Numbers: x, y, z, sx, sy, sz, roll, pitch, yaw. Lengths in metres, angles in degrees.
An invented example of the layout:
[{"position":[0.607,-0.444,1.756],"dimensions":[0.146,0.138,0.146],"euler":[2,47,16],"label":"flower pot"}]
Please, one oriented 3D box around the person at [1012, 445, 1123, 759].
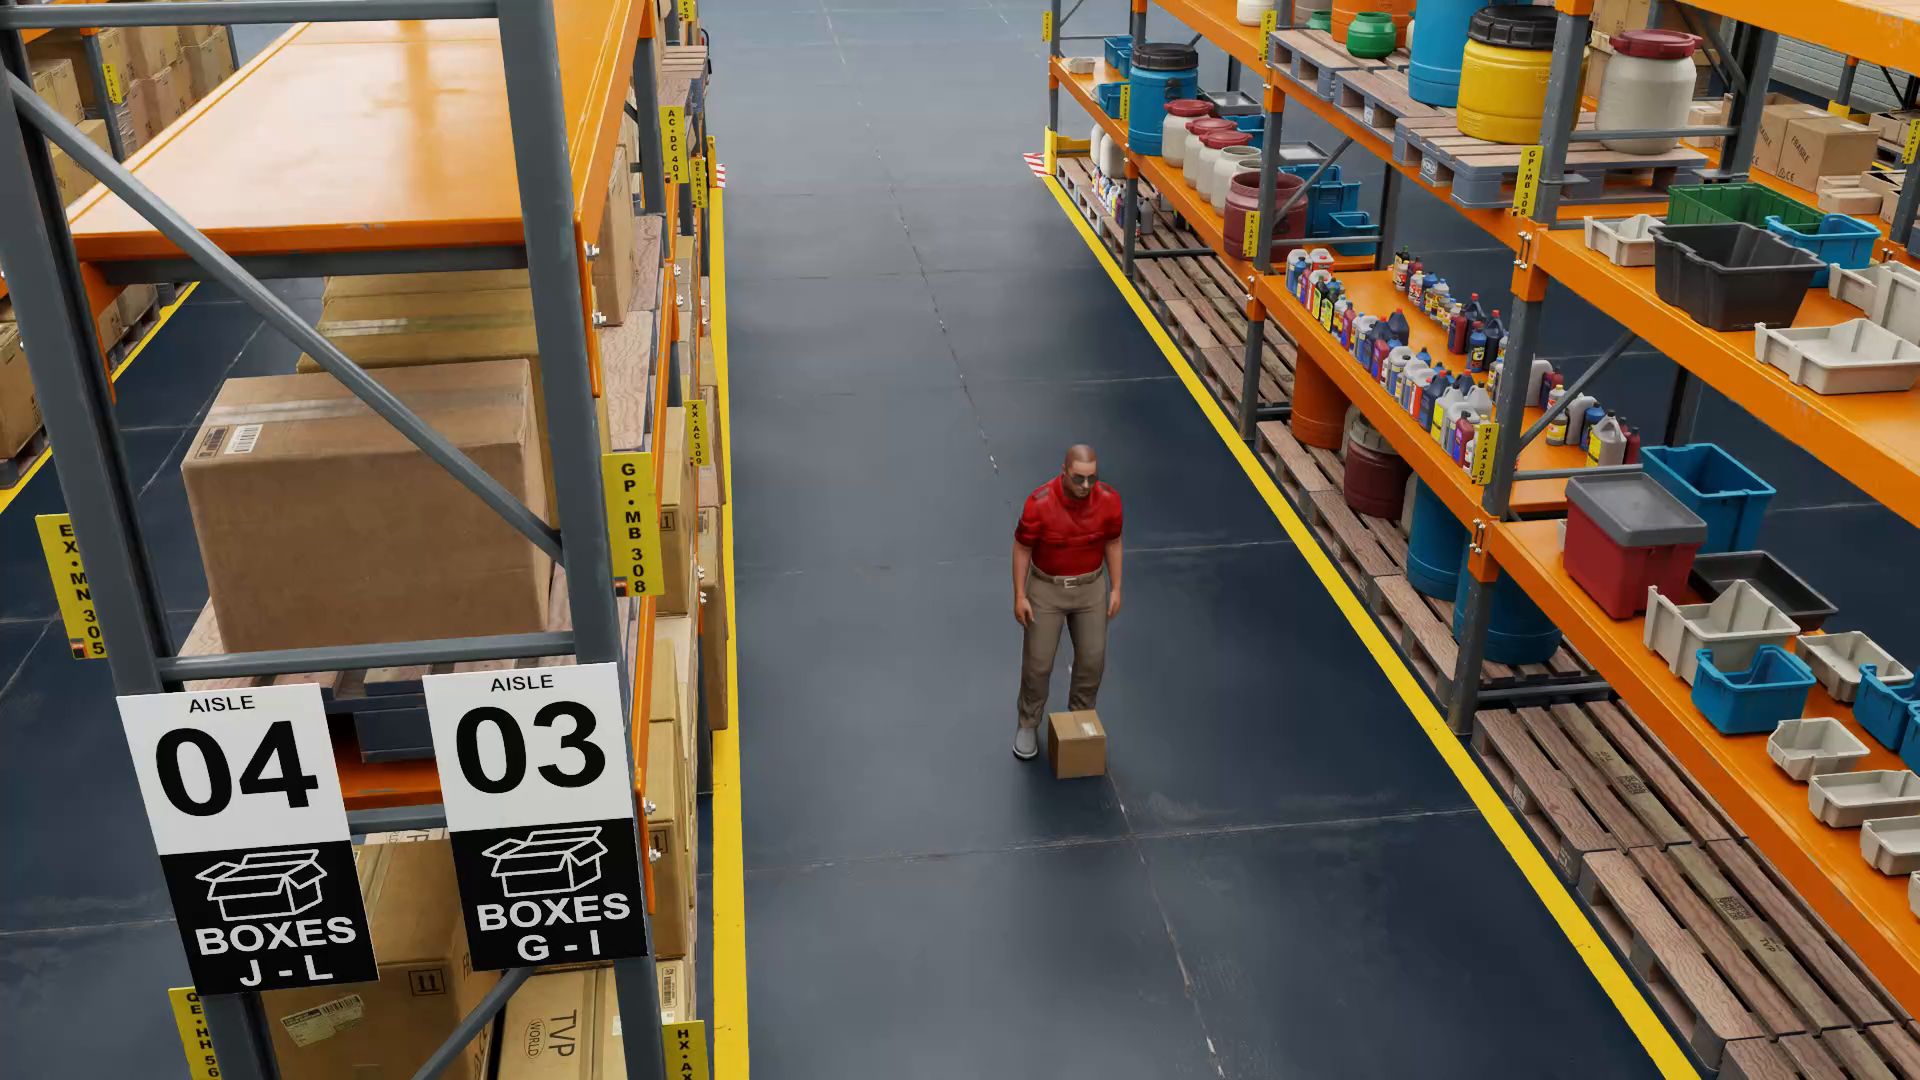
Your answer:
[{"position":[0.555,0.288,8.554],"dimensions":[0.591,1.725,0.393],"euler":[-5,27,-9],"label":"person"}]
